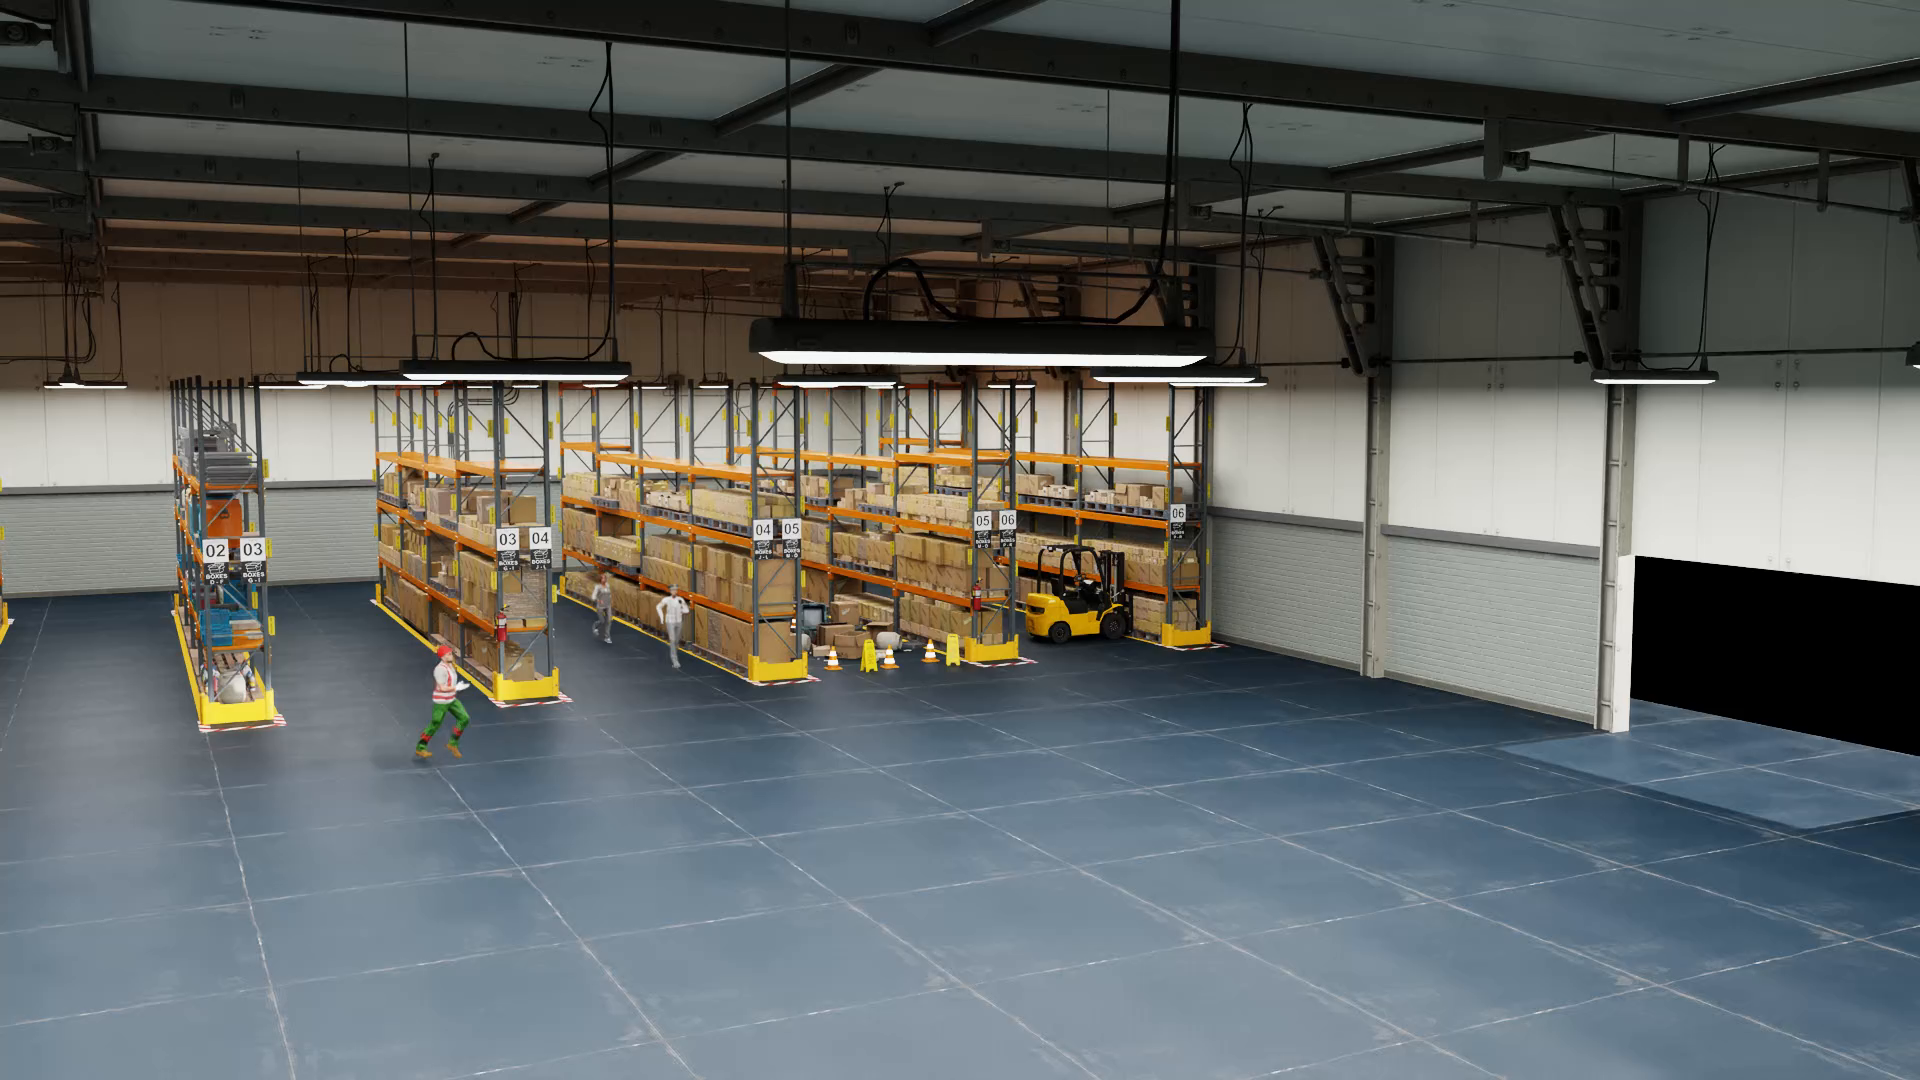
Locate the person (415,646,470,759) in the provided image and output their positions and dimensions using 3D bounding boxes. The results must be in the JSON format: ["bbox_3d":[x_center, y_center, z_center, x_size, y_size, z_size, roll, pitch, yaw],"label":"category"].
[{"bbox_3d":[-8.023,2.528,25.903,0.898,1.793,0.673,1,5,7],"label":"person"}]

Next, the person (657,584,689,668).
[{"bbox_3d":[-5.994,1.761,34.871,0.598,1.718,0.861,-3,6,-30],"label":"person"}]

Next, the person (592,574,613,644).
[{"bbox_3d":[-8.178,1.557,38.089,0.537,1.585,0.779,-4,6,-38],"label":"person"}]
